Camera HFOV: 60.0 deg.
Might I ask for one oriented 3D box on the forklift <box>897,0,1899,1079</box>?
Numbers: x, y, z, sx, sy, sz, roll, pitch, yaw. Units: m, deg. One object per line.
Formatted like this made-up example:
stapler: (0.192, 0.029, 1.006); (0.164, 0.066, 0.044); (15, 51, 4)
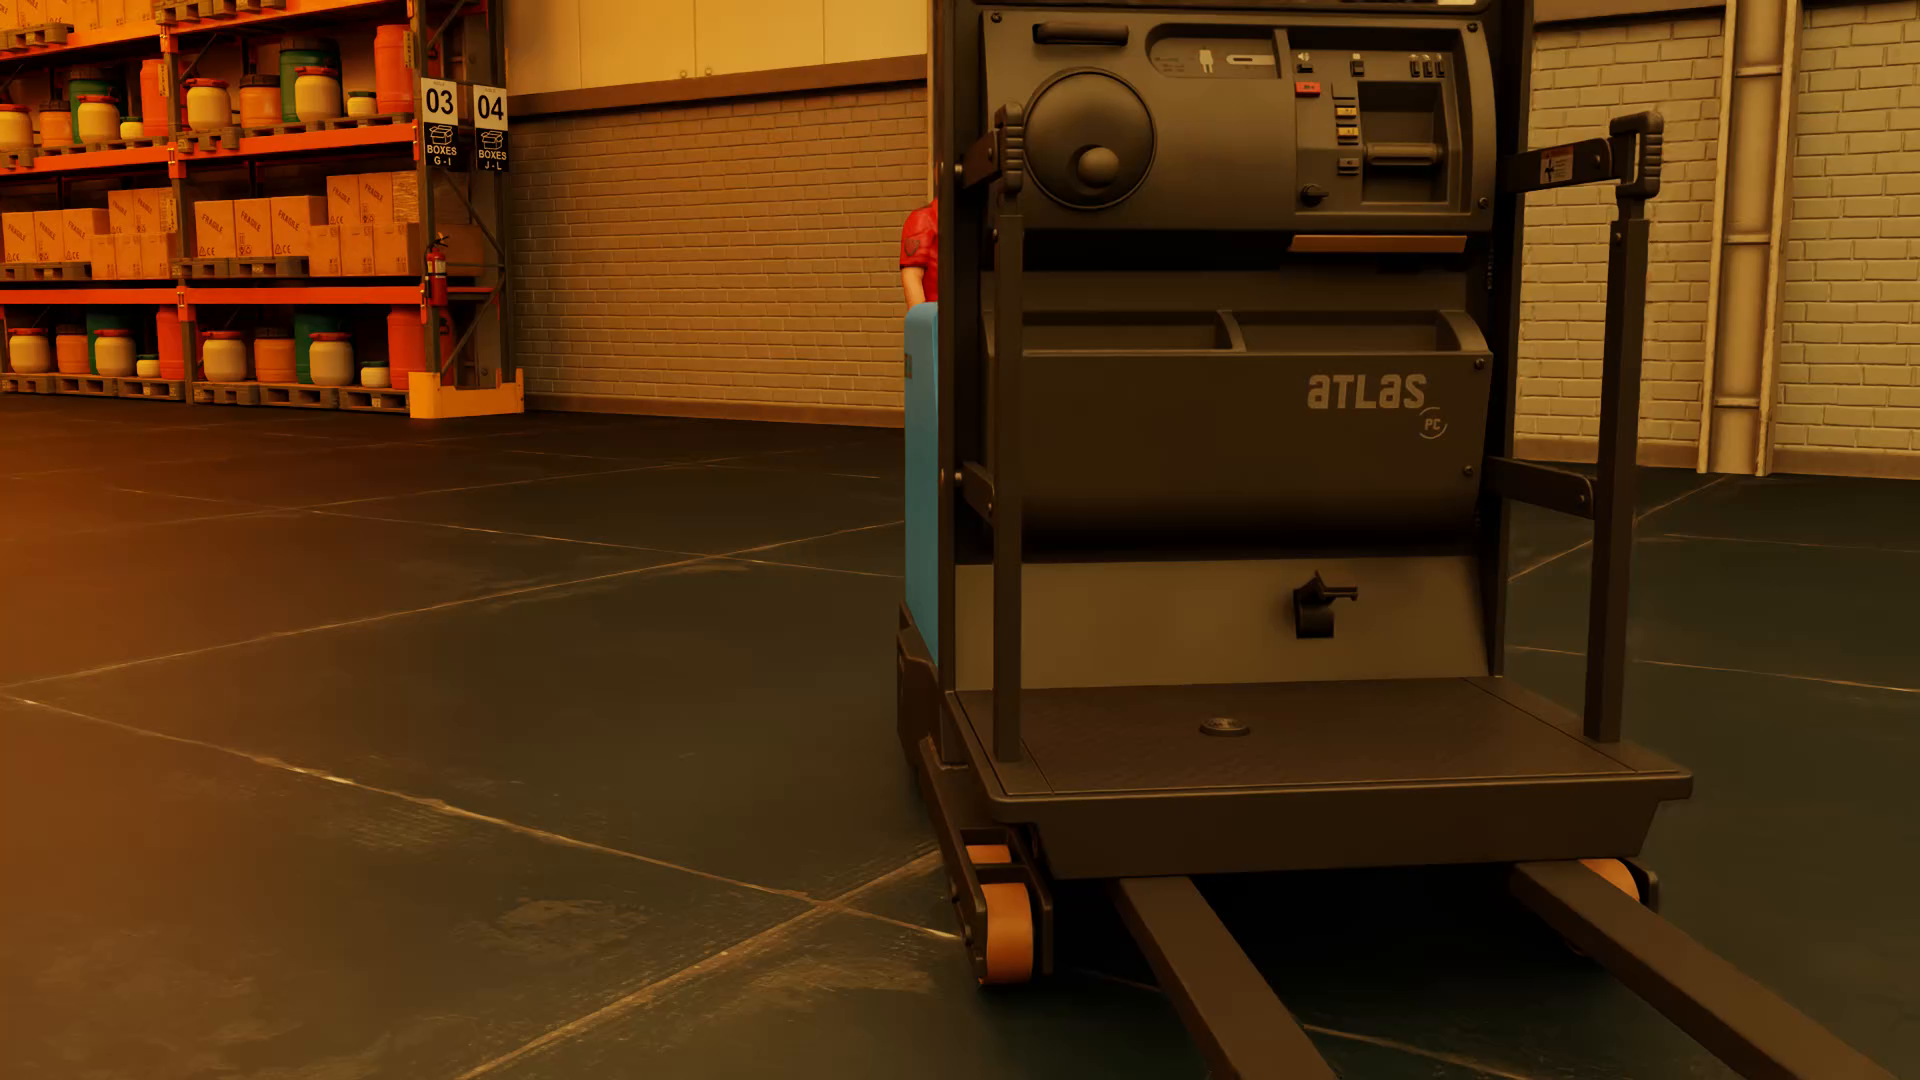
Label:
forklift: (0.532, -0.795, 2.783); (1.130, 2.935, 3.031); (-1, 8, -7)

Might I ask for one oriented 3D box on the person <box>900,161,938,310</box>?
person: (0.067, -0.854, 7.421); (0.551, 1.727, 0.640); (5, 10, 34)
